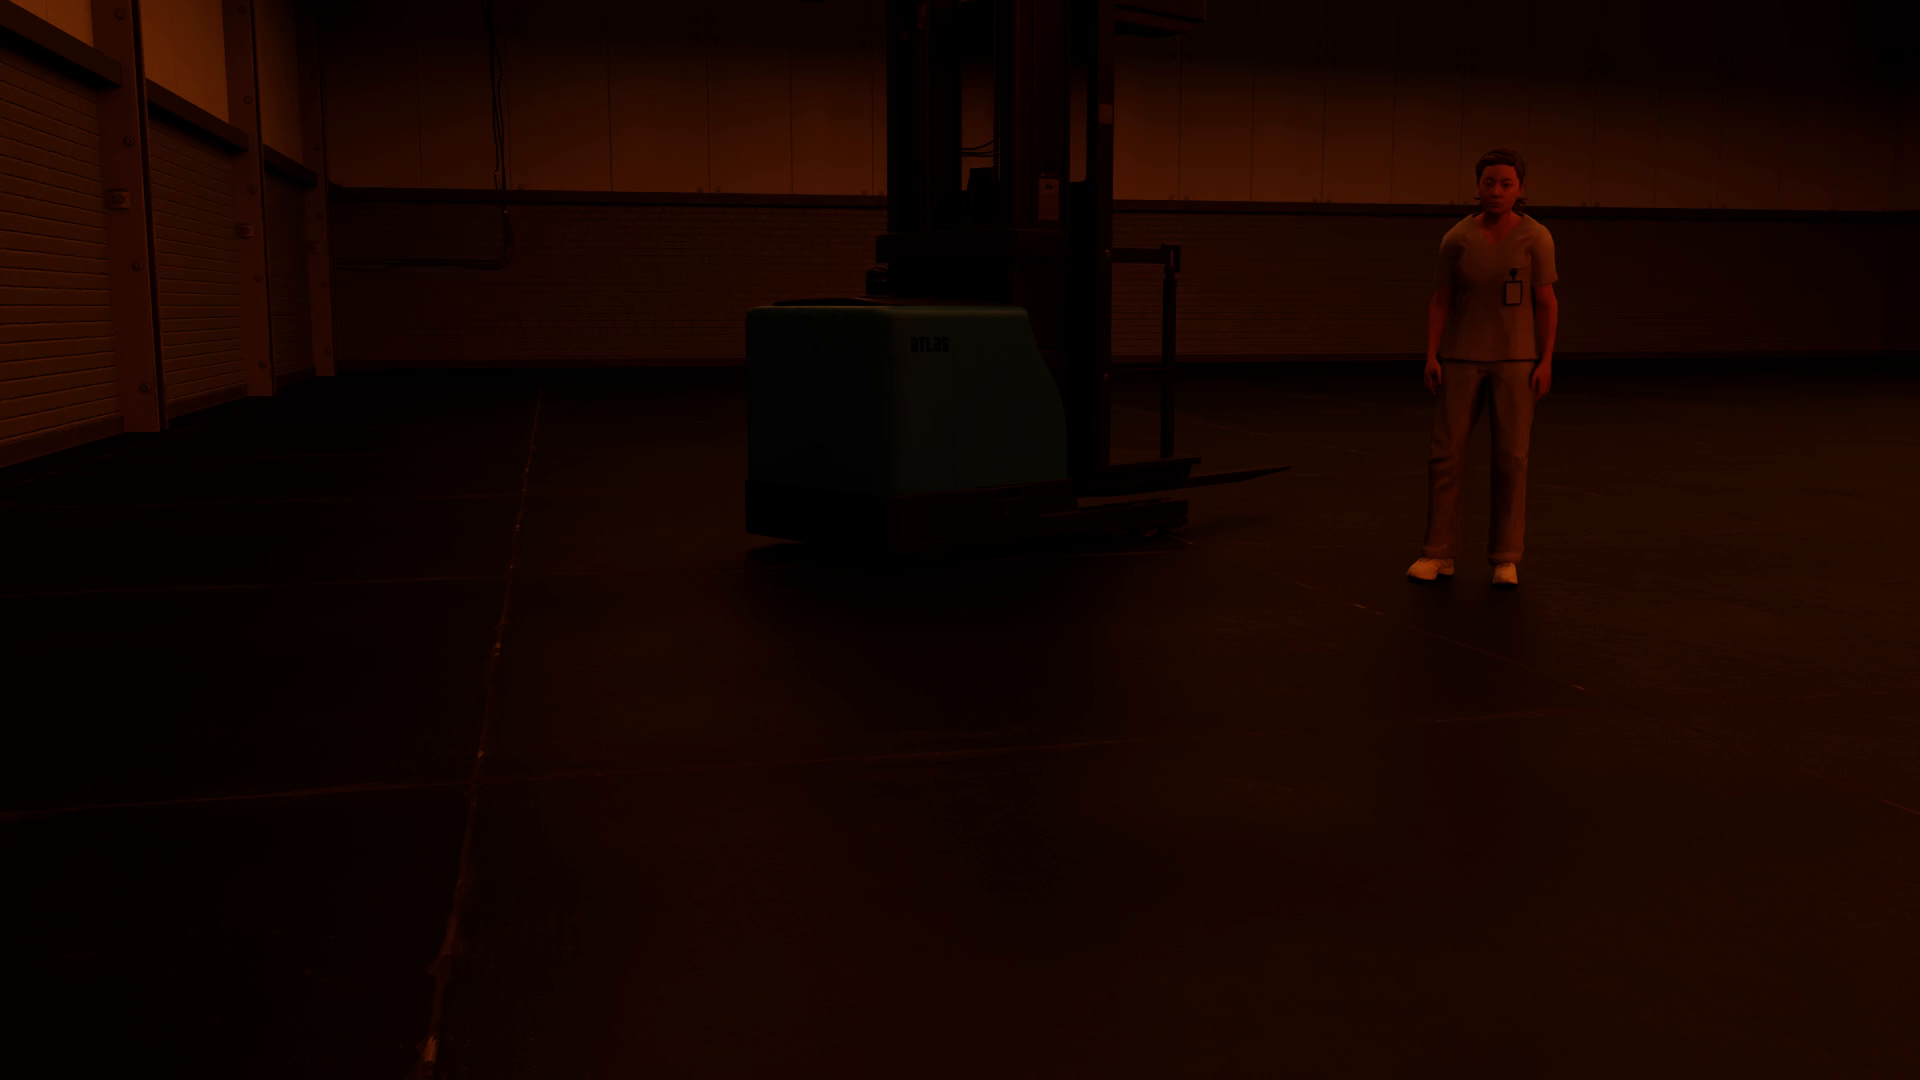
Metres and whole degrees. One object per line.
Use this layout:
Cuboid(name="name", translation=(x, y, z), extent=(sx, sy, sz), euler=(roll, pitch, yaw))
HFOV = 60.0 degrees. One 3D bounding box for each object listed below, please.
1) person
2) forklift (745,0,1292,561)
Cuboid(name="person", translation=(2.048, -0.670, 6.471), extent=(0.503, 1.671, 0.359), euler=(4, 9, 25))
Cuboid(name="forklift", translation=(0.453, -1.512, 7.932), extent=(3.031, 2.935, 1.130), euler=(-8, 11, -43))
